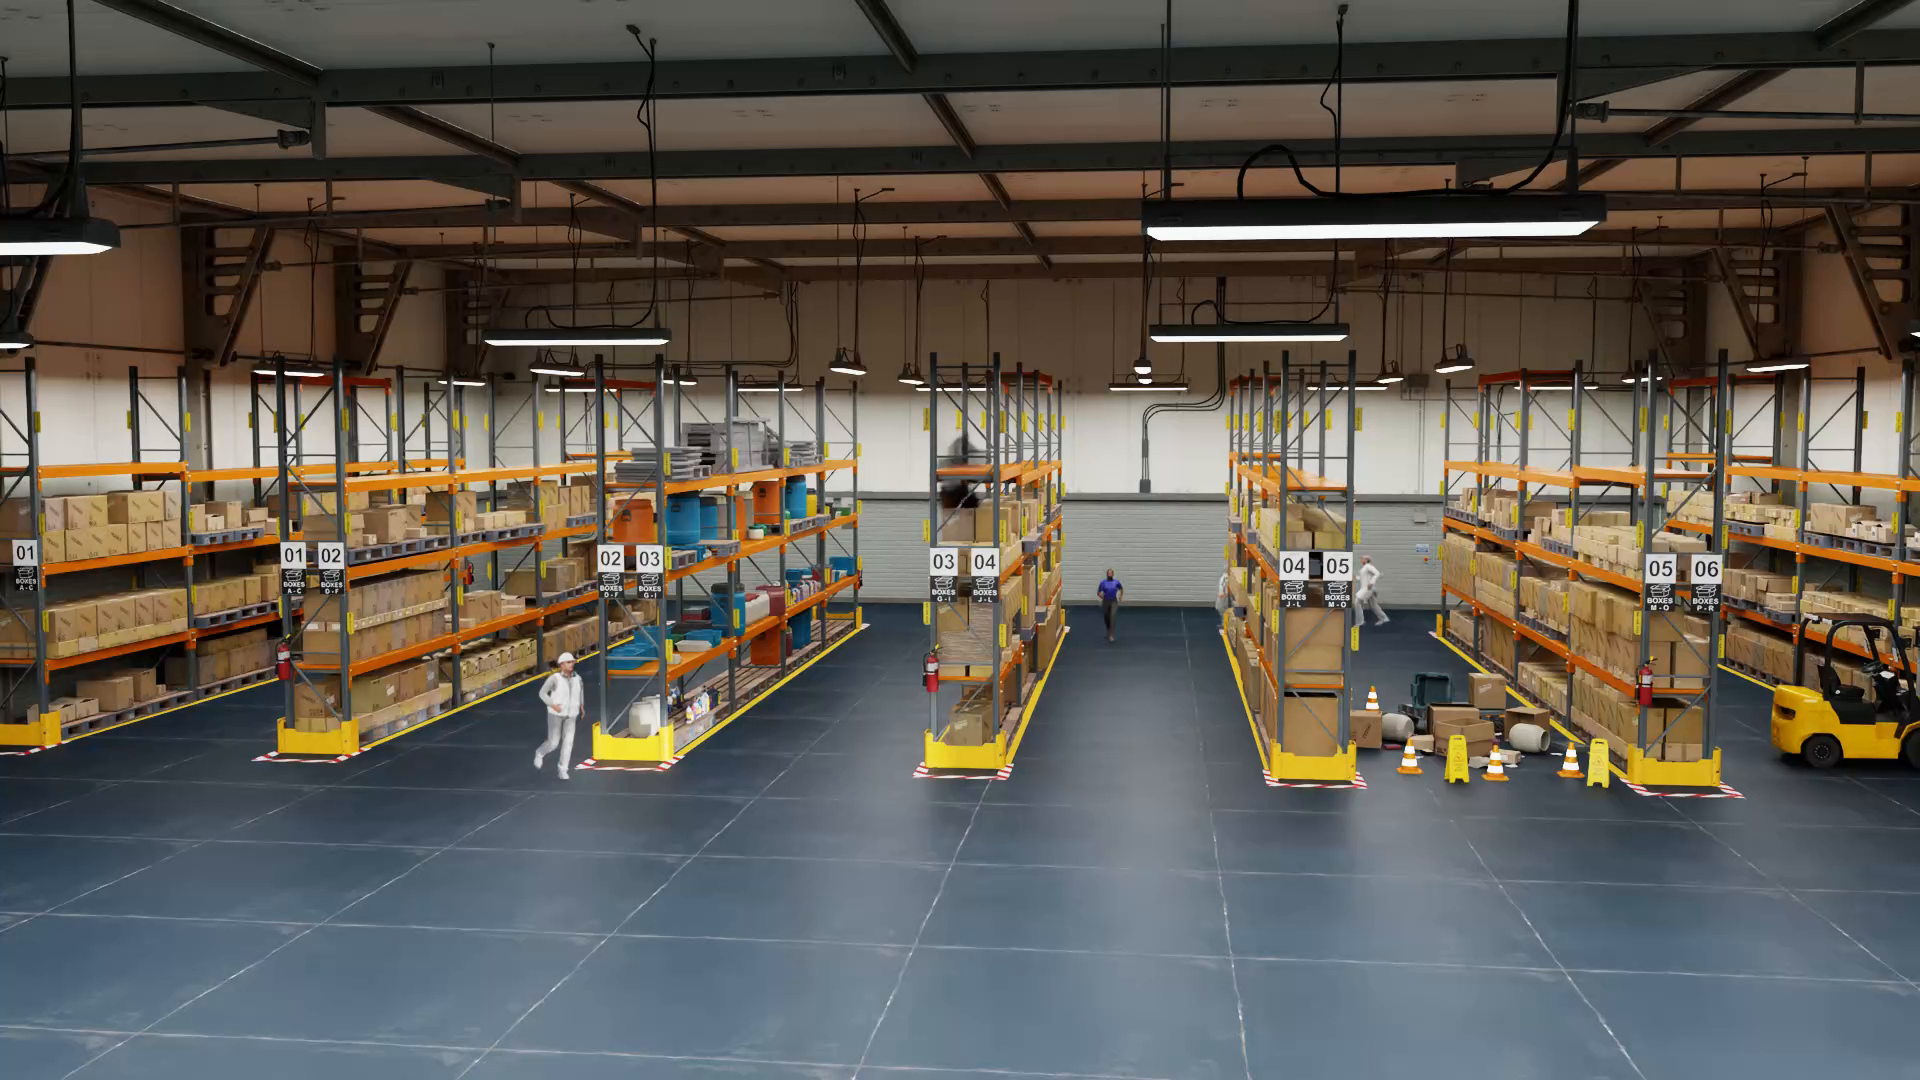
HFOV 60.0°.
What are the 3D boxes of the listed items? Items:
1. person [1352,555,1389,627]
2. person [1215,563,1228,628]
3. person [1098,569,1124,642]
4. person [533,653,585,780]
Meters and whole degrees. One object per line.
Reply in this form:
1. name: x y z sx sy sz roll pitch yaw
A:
1. person: 9.913 1.275 40.261 0.987 1.840 0.731 1 4 11
2. person: 6.499 1.348 40.468 0.482 1.604 0.688 -1 4 -17
3. person: 3.456 1.481 38.201 0.592 1.641 0.868 1 4 8
4. person: -5.598 2.467 23.586 0.714 1.728 0.889 -3 5 -37
